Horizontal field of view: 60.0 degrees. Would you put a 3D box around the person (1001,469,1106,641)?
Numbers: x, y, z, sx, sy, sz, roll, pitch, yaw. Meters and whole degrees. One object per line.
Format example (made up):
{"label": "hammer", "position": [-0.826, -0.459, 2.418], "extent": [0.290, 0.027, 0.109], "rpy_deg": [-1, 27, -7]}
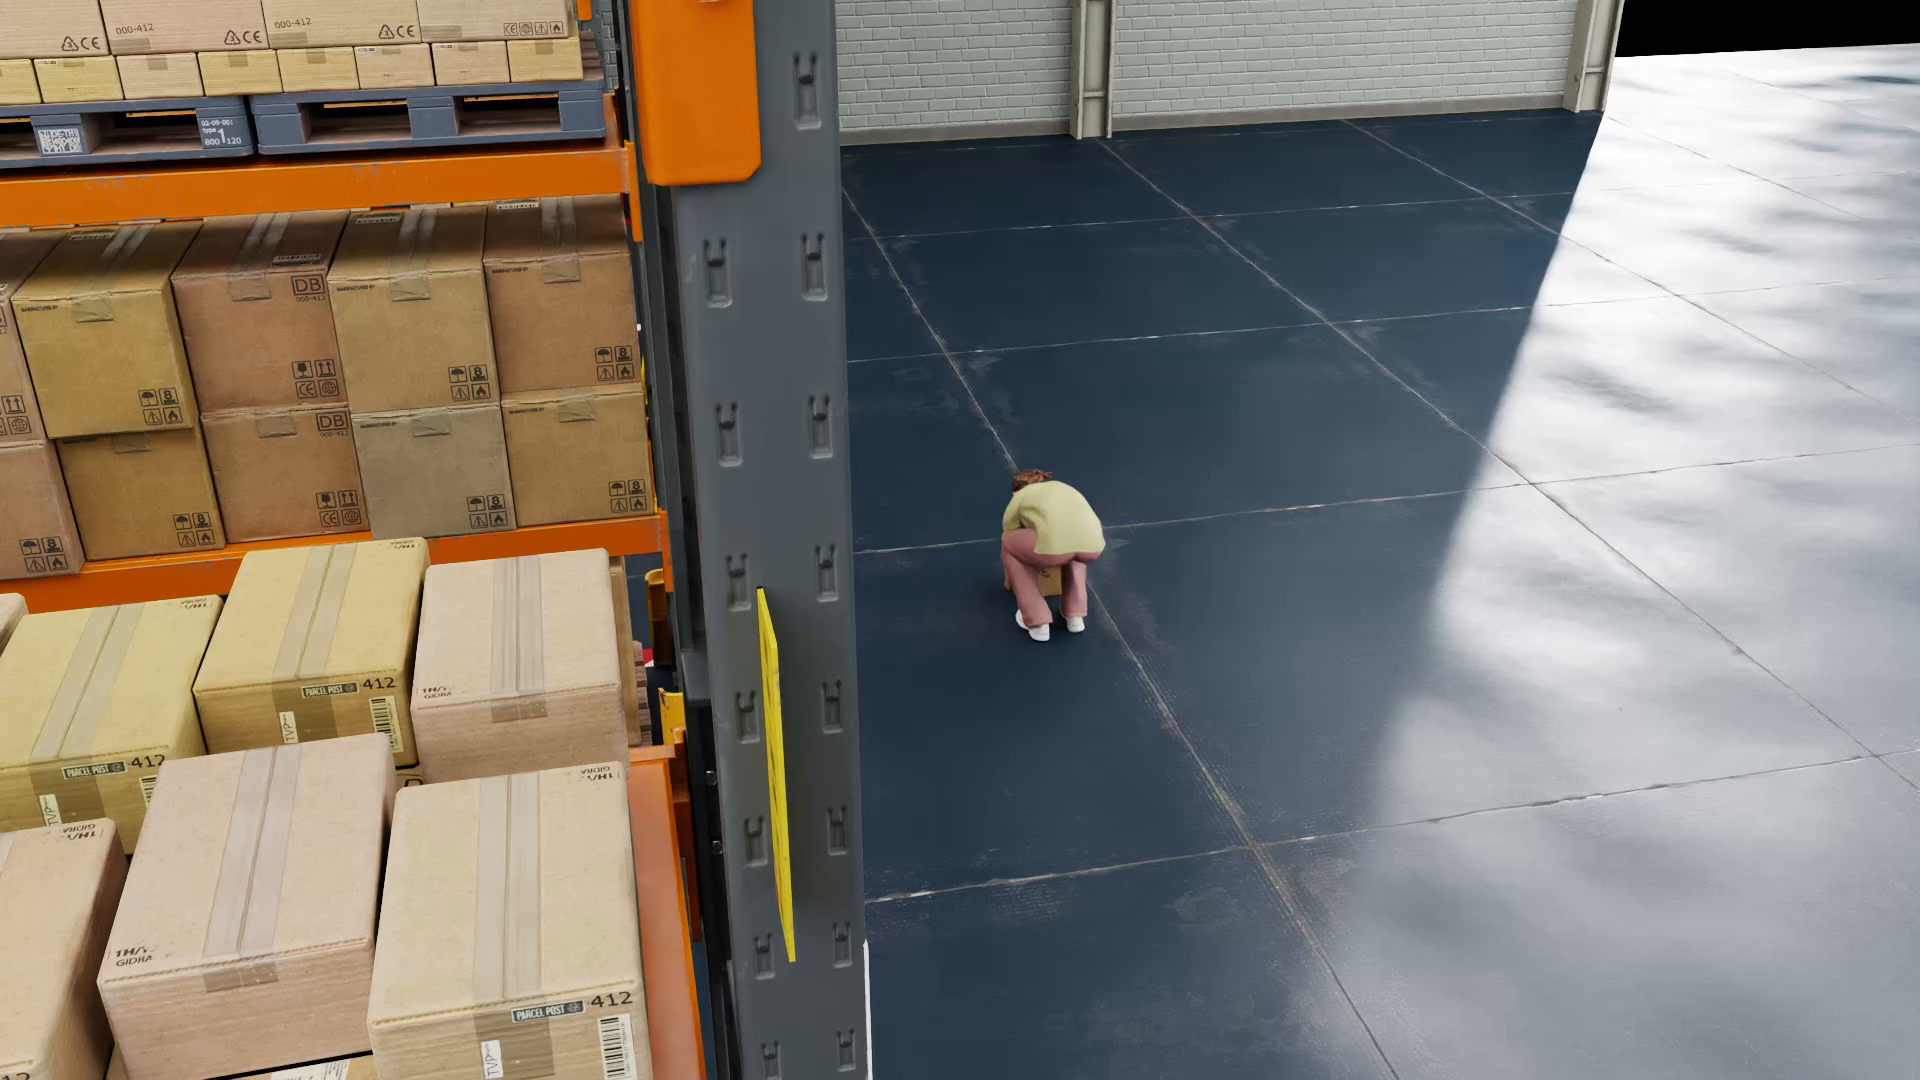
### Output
{"label": "person", "position": [0.446, 0.055, 8.548], "extent": [0.460, 0.767, 0.867], "rpy_deg": [-7, 28, -13]}
